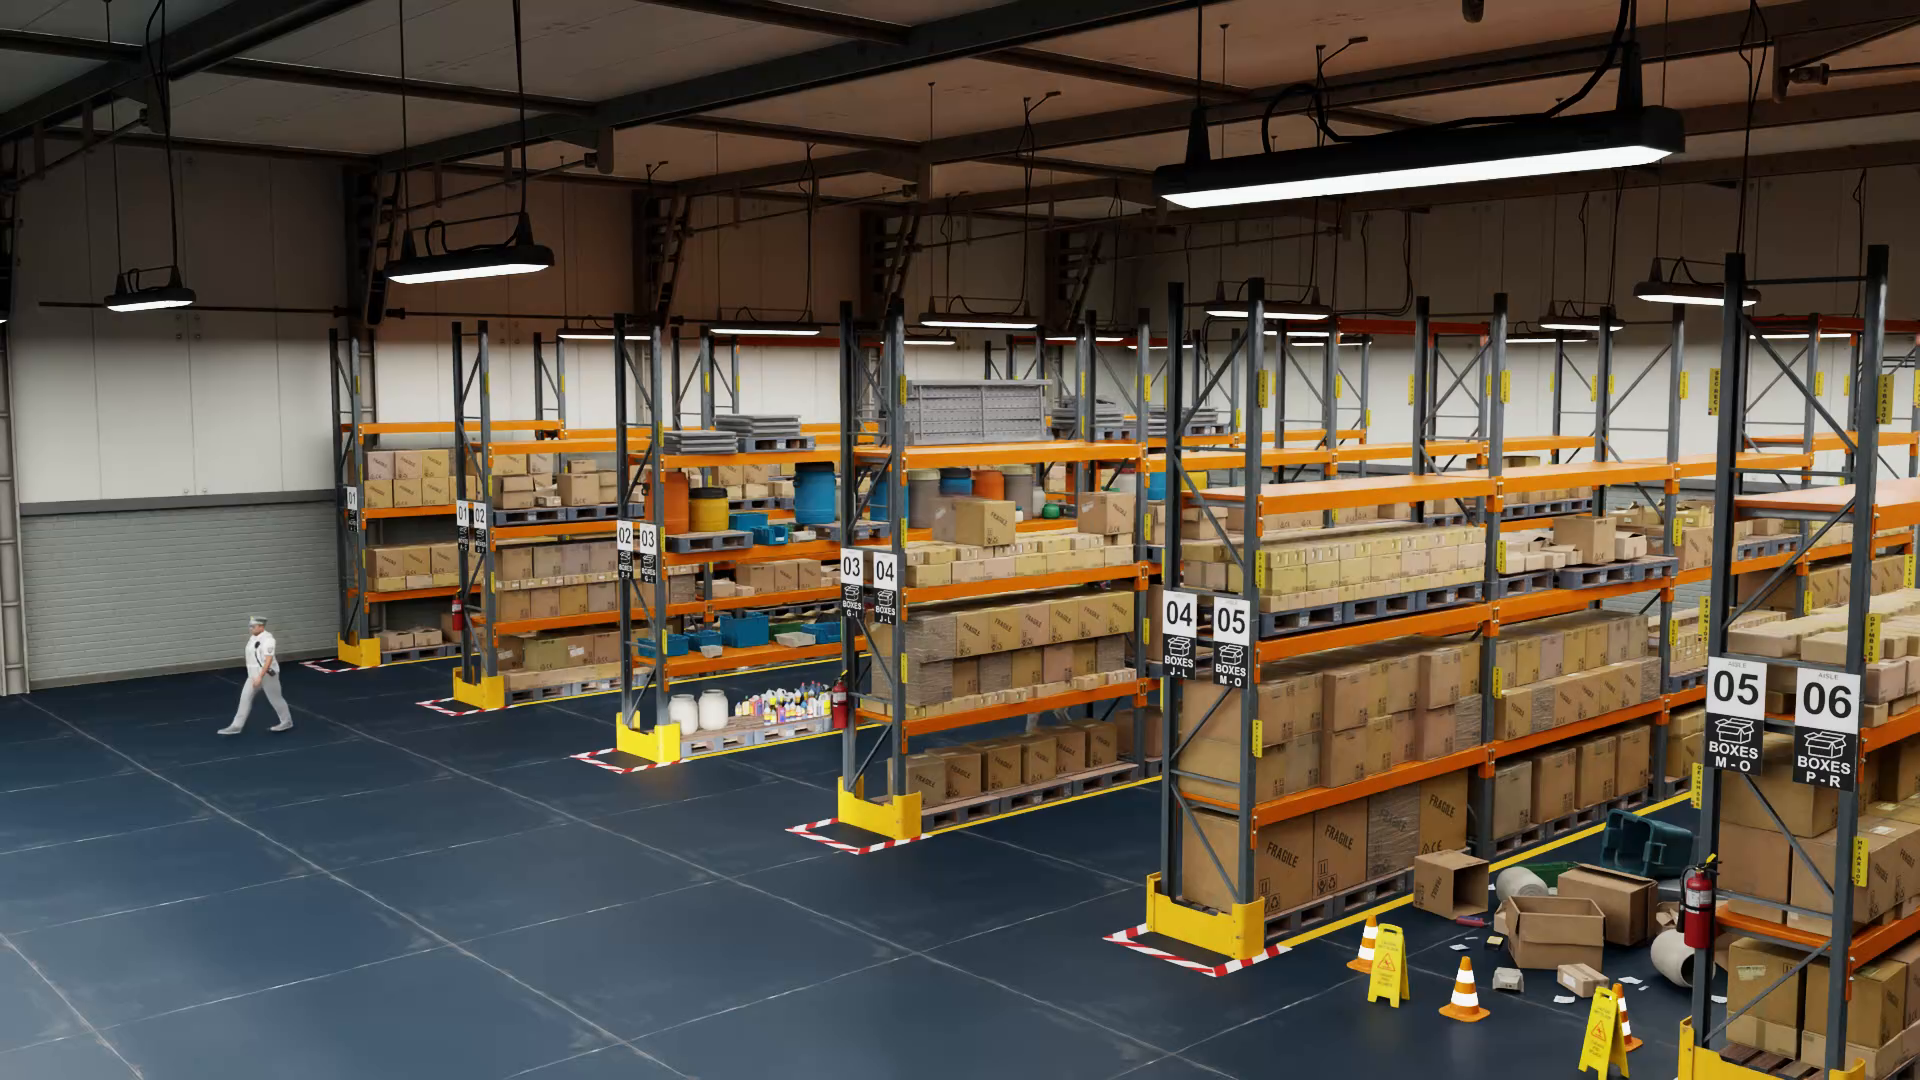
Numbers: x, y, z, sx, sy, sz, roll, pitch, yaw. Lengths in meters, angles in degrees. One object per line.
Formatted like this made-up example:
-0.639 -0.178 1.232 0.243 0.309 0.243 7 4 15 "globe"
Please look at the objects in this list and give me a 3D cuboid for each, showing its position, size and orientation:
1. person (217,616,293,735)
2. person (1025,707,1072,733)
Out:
-10.096 1.933 23.861 0.574 1.710 0.992 3 7 31 "person"
1.143 2.039 22.724 1.064 1.719 0.643 -4 7 -38 "person"
